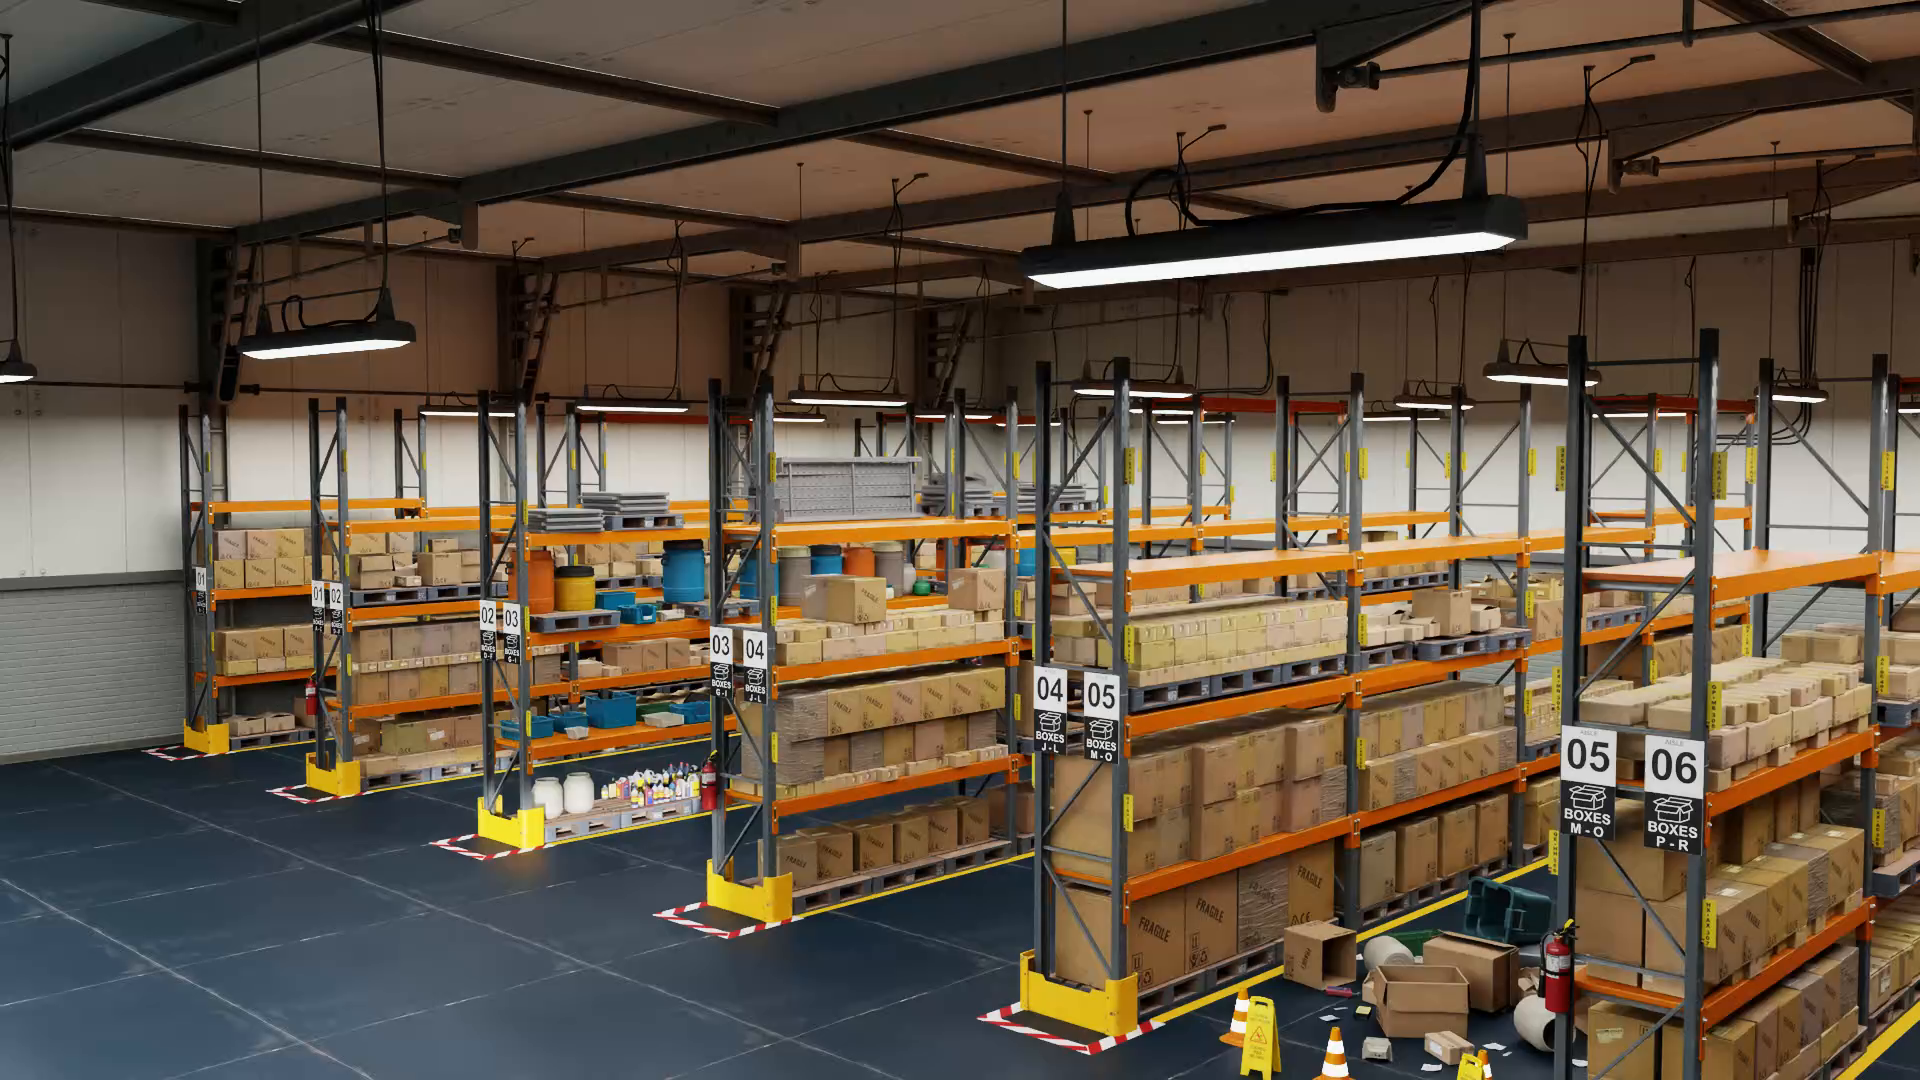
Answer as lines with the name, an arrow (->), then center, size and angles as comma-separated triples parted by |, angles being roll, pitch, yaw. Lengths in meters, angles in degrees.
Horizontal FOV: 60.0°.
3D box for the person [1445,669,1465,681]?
person -> 9.282, 2.676, 31.433 | 0.605, 1.671, 0.674 | -2, 4, -34
